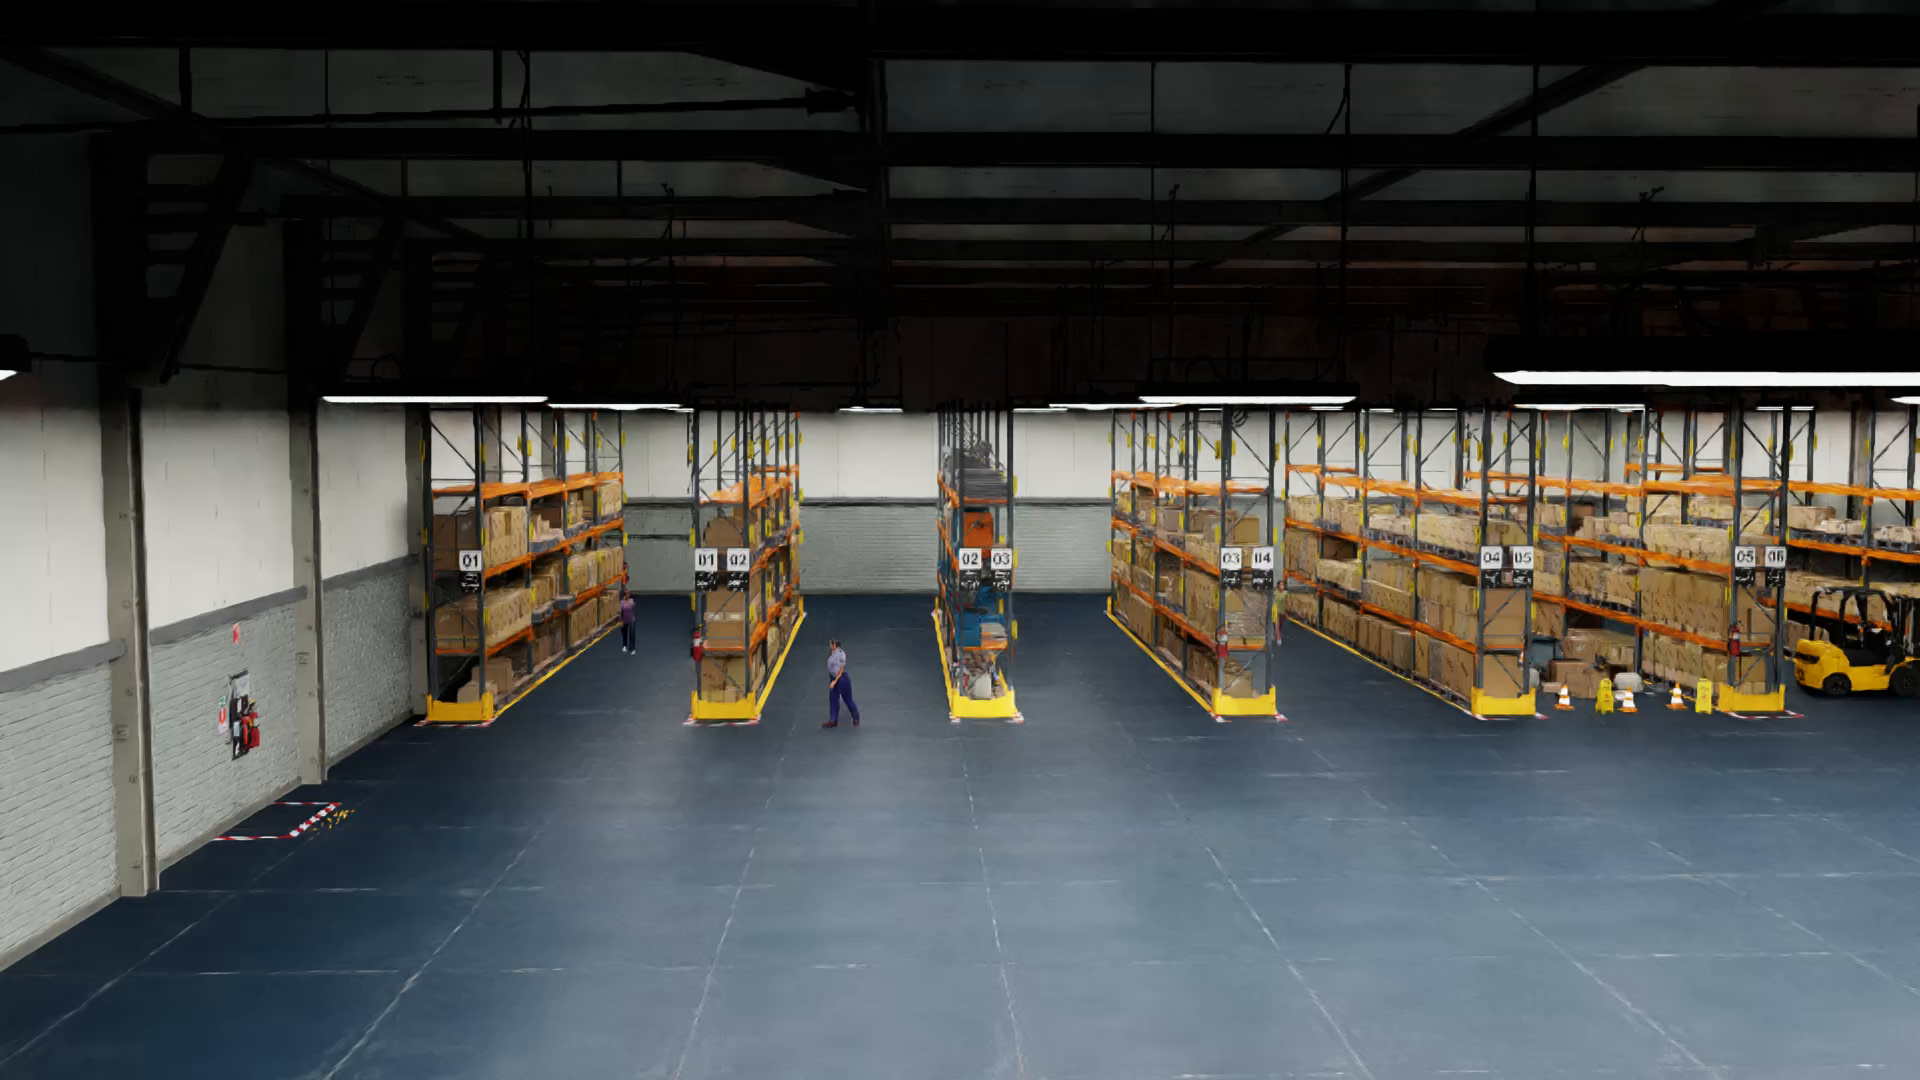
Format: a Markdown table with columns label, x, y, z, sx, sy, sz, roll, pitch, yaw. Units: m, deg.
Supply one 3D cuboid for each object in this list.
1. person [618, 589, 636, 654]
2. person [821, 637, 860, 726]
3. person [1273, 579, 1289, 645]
| label | x | y | z | sx | sy | sz | roll | pitch | yaw |
| --- | --- | --- | --- | --- | --- | --- | --- | --- | --- |
| person | -7.945 | 1.944 | 39.682 | 0.411 | 1.506 | 0.957 | -1 | 4 | -11 |
| person | -2.176 | 2.594 | 30.498 | 0.690 | 1.634 | 0.516 | -3 | 5 | -30 |
| person | 7.976 | 1.771 | 41.374 | 0.446 | 1.591 | 1.110 | 0 | 4 | -5 |
